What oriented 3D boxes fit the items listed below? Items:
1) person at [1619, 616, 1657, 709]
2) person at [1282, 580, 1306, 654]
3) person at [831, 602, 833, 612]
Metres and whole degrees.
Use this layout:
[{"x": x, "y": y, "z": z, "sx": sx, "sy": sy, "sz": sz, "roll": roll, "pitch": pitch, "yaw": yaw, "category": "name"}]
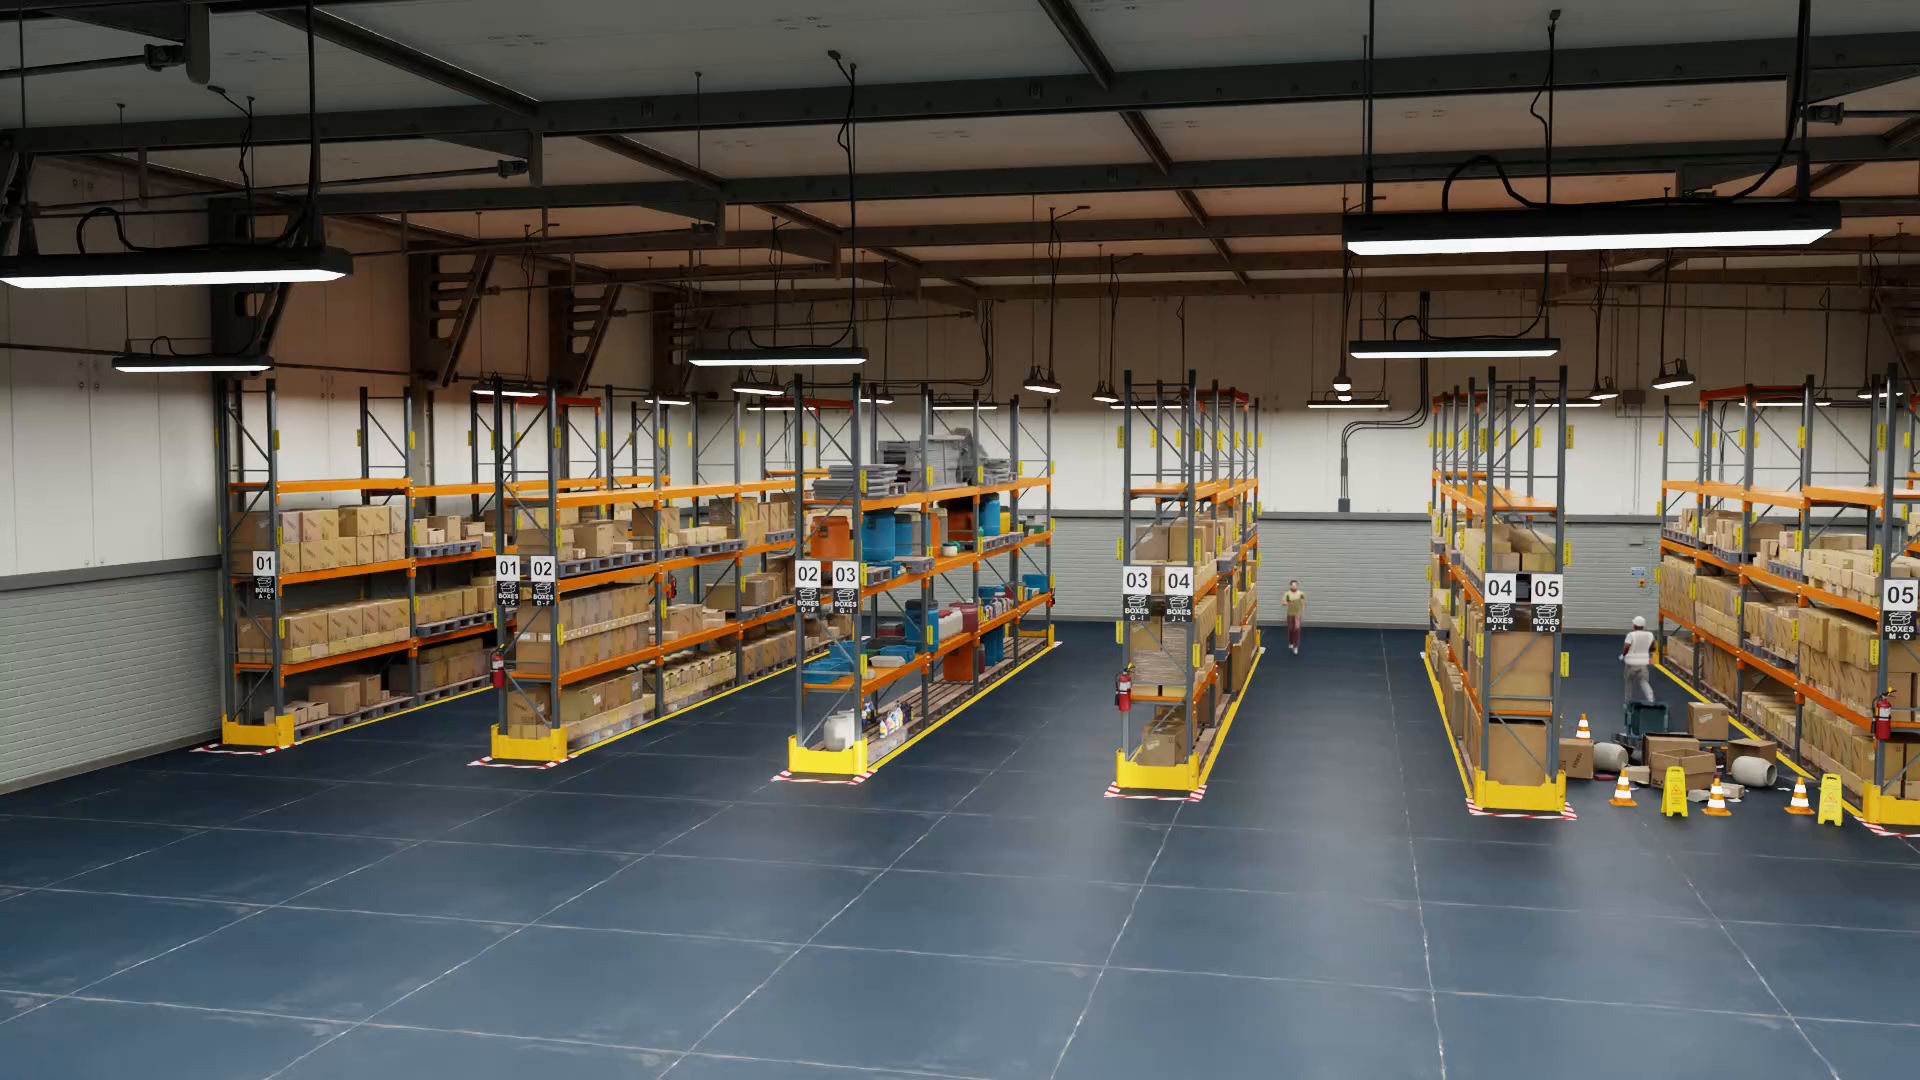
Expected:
[{"x": 12.464, "y": 2.275, "z": 30.561, "sx": 0.681, "sy": 1.764, "sz": 0.957, "roll": 0, "pitch": 3, "yaw": 2, "category": "person"}, {"x": 7.888, "y": 1.808, "z": 39.313, "sx": 0.556, "sy": 1.700, "sz": 0.837, "roll": 1, "pitch": 3, "yaw": 11, "category": "person"}, {"x": -3.197, "y": 1.566, "z": 42.919, "sx": 0.679, "sy": 1.805, "sz": 0.669, "roll": 2, "pitch": 4, "yaw": 28, "category": "person"}]
